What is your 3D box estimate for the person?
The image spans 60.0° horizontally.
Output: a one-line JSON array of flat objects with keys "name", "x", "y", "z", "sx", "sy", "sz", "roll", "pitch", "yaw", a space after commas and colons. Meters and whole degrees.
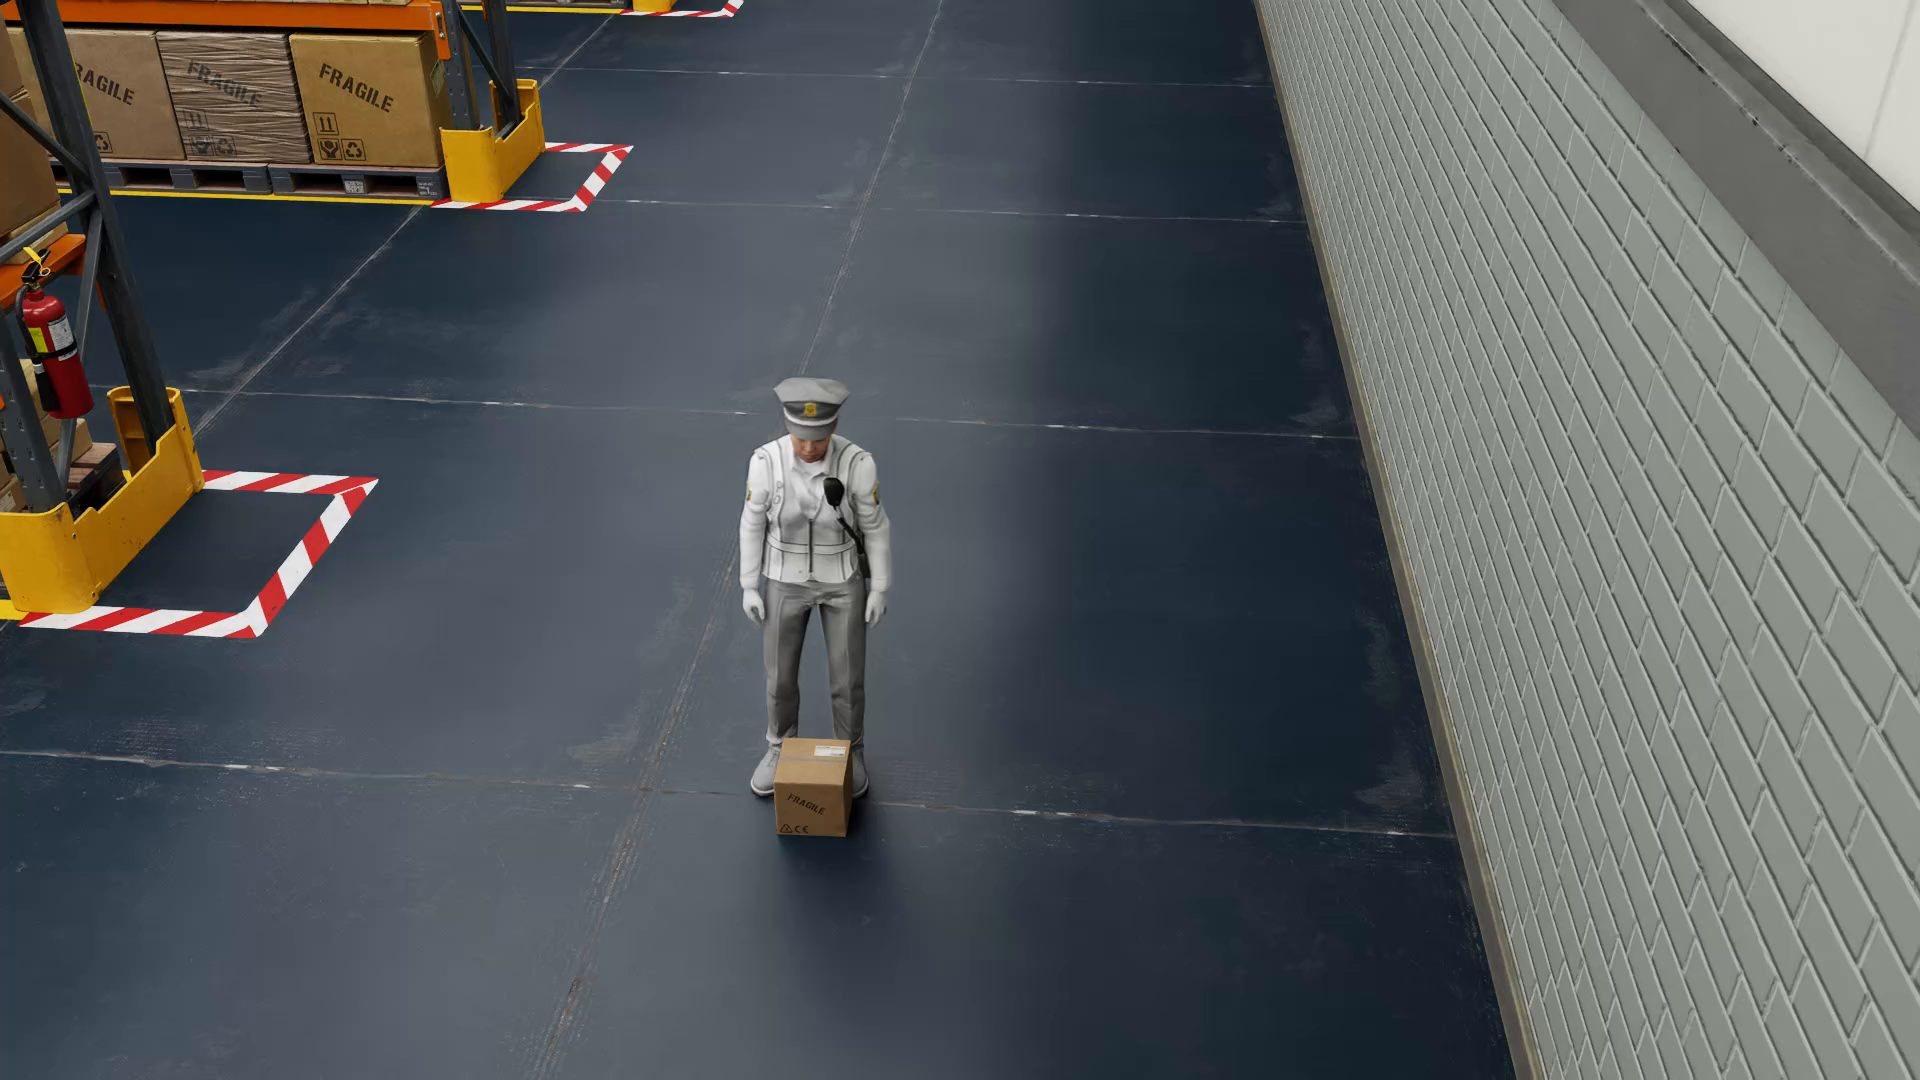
[{"name": "person", "x": -0.509, "y": 0.170, "z": 5.863, "sx": 0.542, "sy": 1.662, "sz": 0.375, "roll": 1, "pitch": 32, "yaw": 1}]
